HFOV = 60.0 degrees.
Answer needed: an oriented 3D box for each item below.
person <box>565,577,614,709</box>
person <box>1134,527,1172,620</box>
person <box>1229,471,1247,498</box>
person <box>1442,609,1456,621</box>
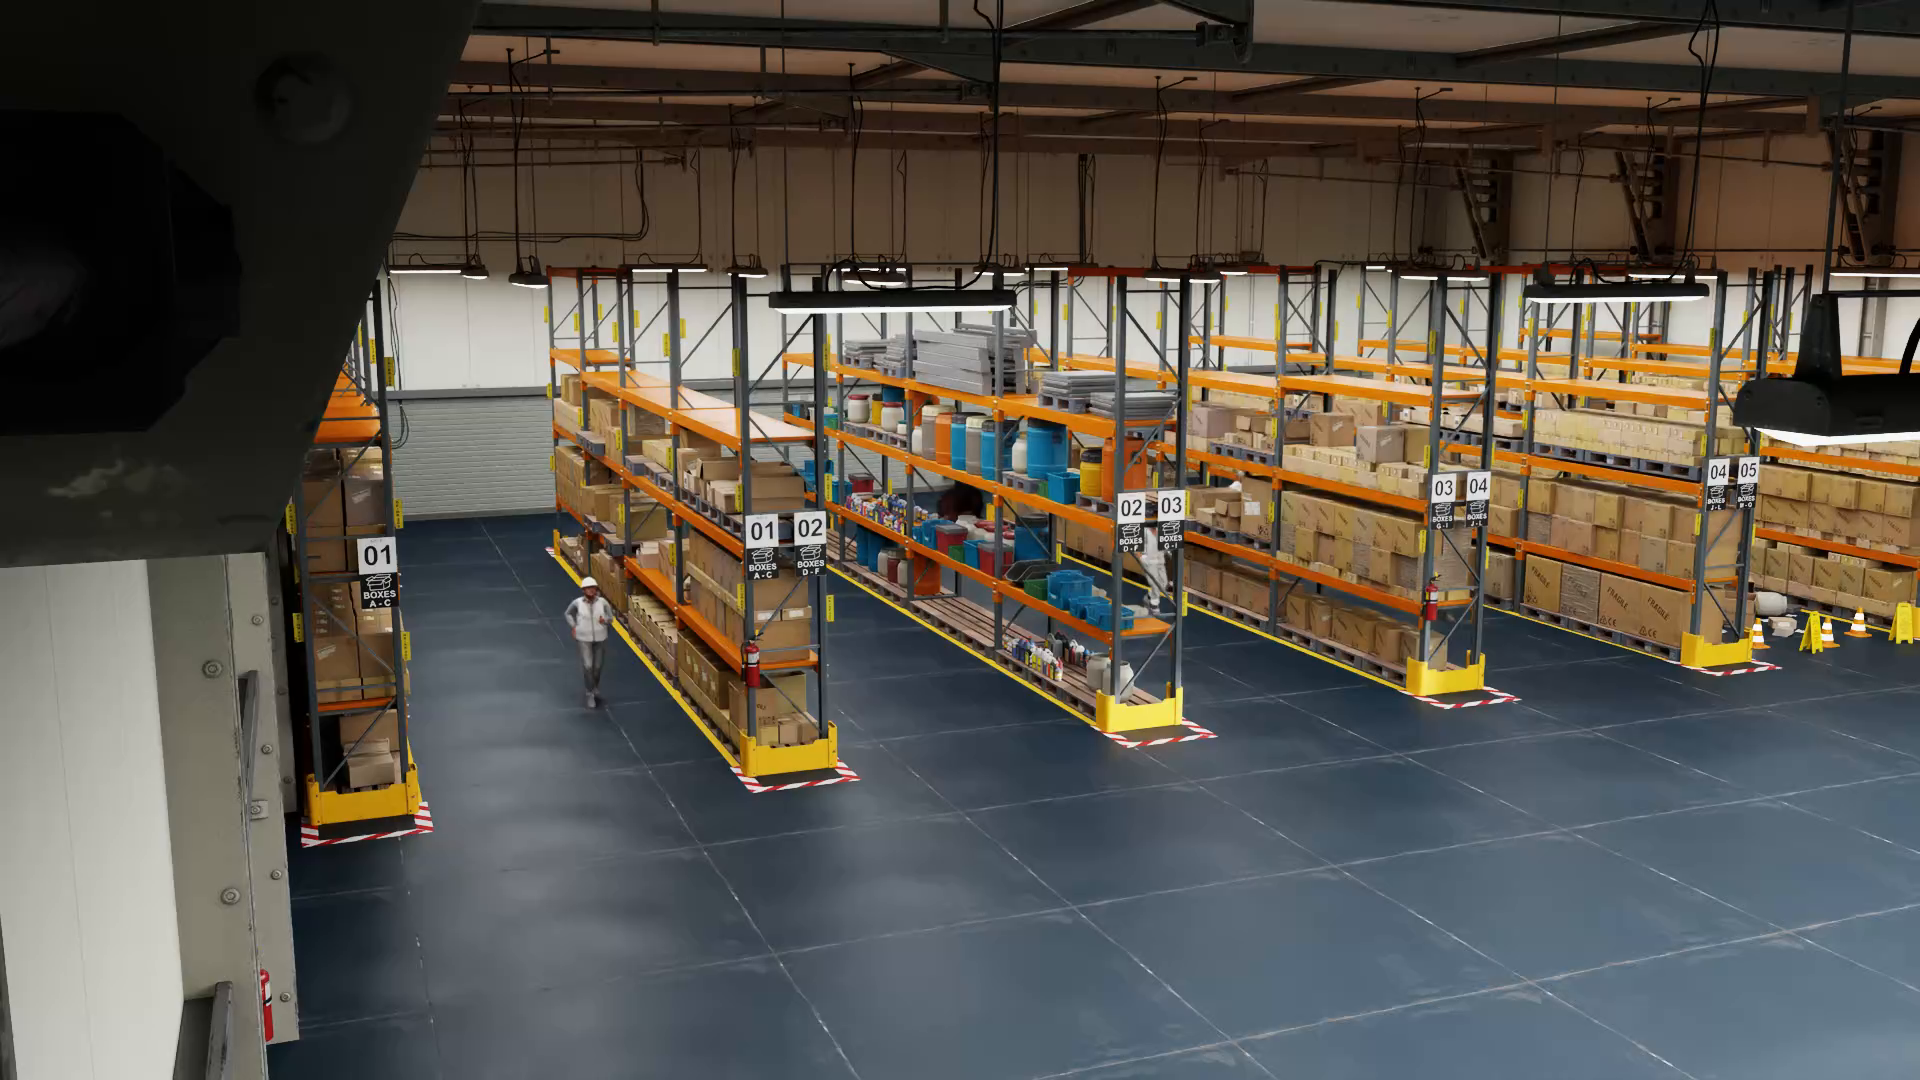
[{"bbox_3d":[-5.183,1.419,23.393,0.643,1.823,0.736,-4,11,-23],"label":"person"},{"bbox_3d":[3.199,0.413,27.533,0.663,1.761,0.710,-6,12,-31],"label":"person"},{"bbox_3d":[6.018,-0.669,35.785,0.619,1.670,0.899,-4,11,-24],"label":"person"},{"bbox_3d":[8.420,0.572,28.749,0.584,1.627,0.557,-5,11,-24],"label":"person"}]
